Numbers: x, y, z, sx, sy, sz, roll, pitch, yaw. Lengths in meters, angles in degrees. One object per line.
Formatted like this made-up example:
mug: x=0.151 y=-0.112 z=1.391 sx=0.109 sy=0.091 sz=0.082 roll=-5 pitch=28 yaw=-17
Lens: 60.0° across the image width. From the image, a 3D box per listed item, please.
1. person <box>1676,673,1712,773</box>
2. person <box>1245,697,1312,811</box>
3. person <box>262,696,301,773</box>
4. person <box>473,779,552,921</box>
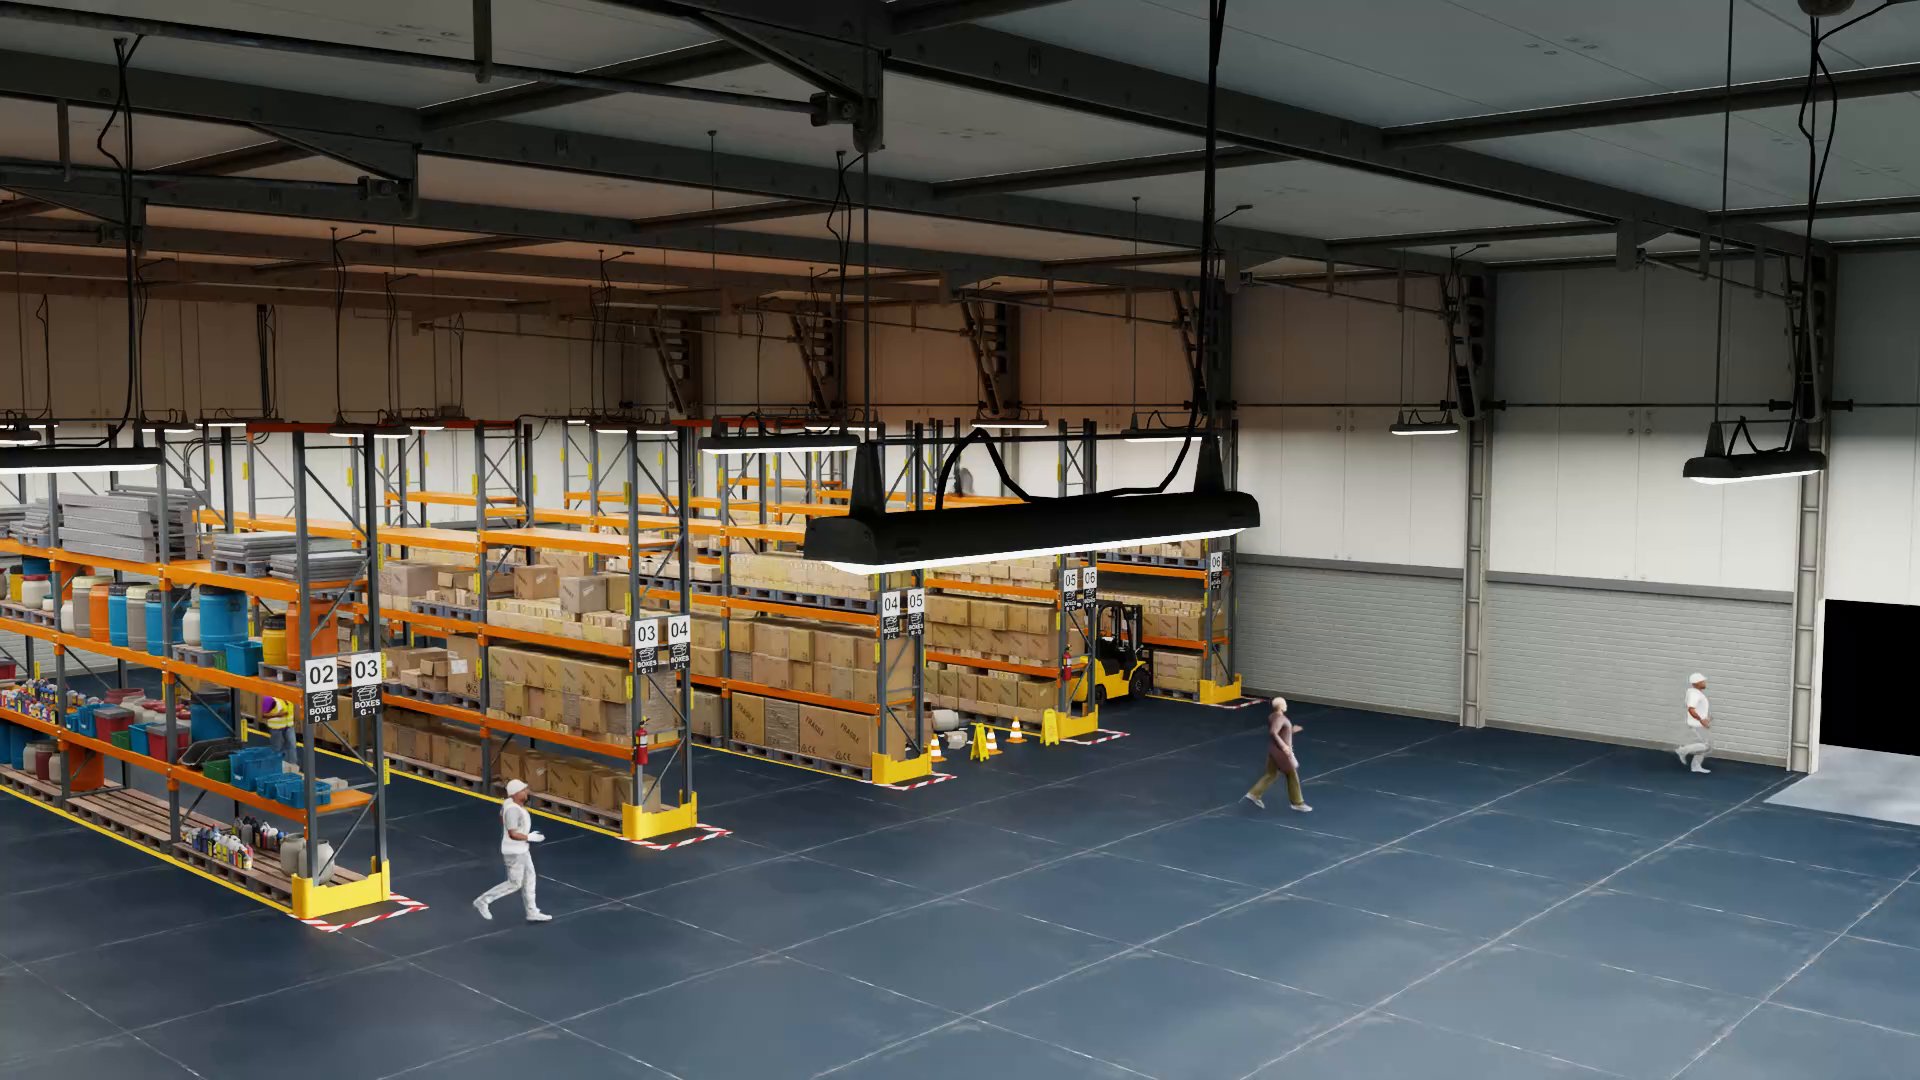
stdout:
person: x=12.620 y=3.142 z=28.567 sx=0.589 sy=1.721 sz=0.690 roll=2 pitch=5 yaw=18
person: x=4.949 y=3.357 z=25.716 sx=1.041 sy=1.686 sz=0.697 roll=-1 pitch=5 yaw=-13
person: x=-11.377 y=3.146 z=27.850 sx=0.962 sy=1.771 sz=0.695 roll=2 pitch=5 yaw=27
person: x=-5.463 y=3.798 z=20.257 sx=0.923 sy=1.782 sz=0.692 roll=-1 pitch=5 yaw=-15
